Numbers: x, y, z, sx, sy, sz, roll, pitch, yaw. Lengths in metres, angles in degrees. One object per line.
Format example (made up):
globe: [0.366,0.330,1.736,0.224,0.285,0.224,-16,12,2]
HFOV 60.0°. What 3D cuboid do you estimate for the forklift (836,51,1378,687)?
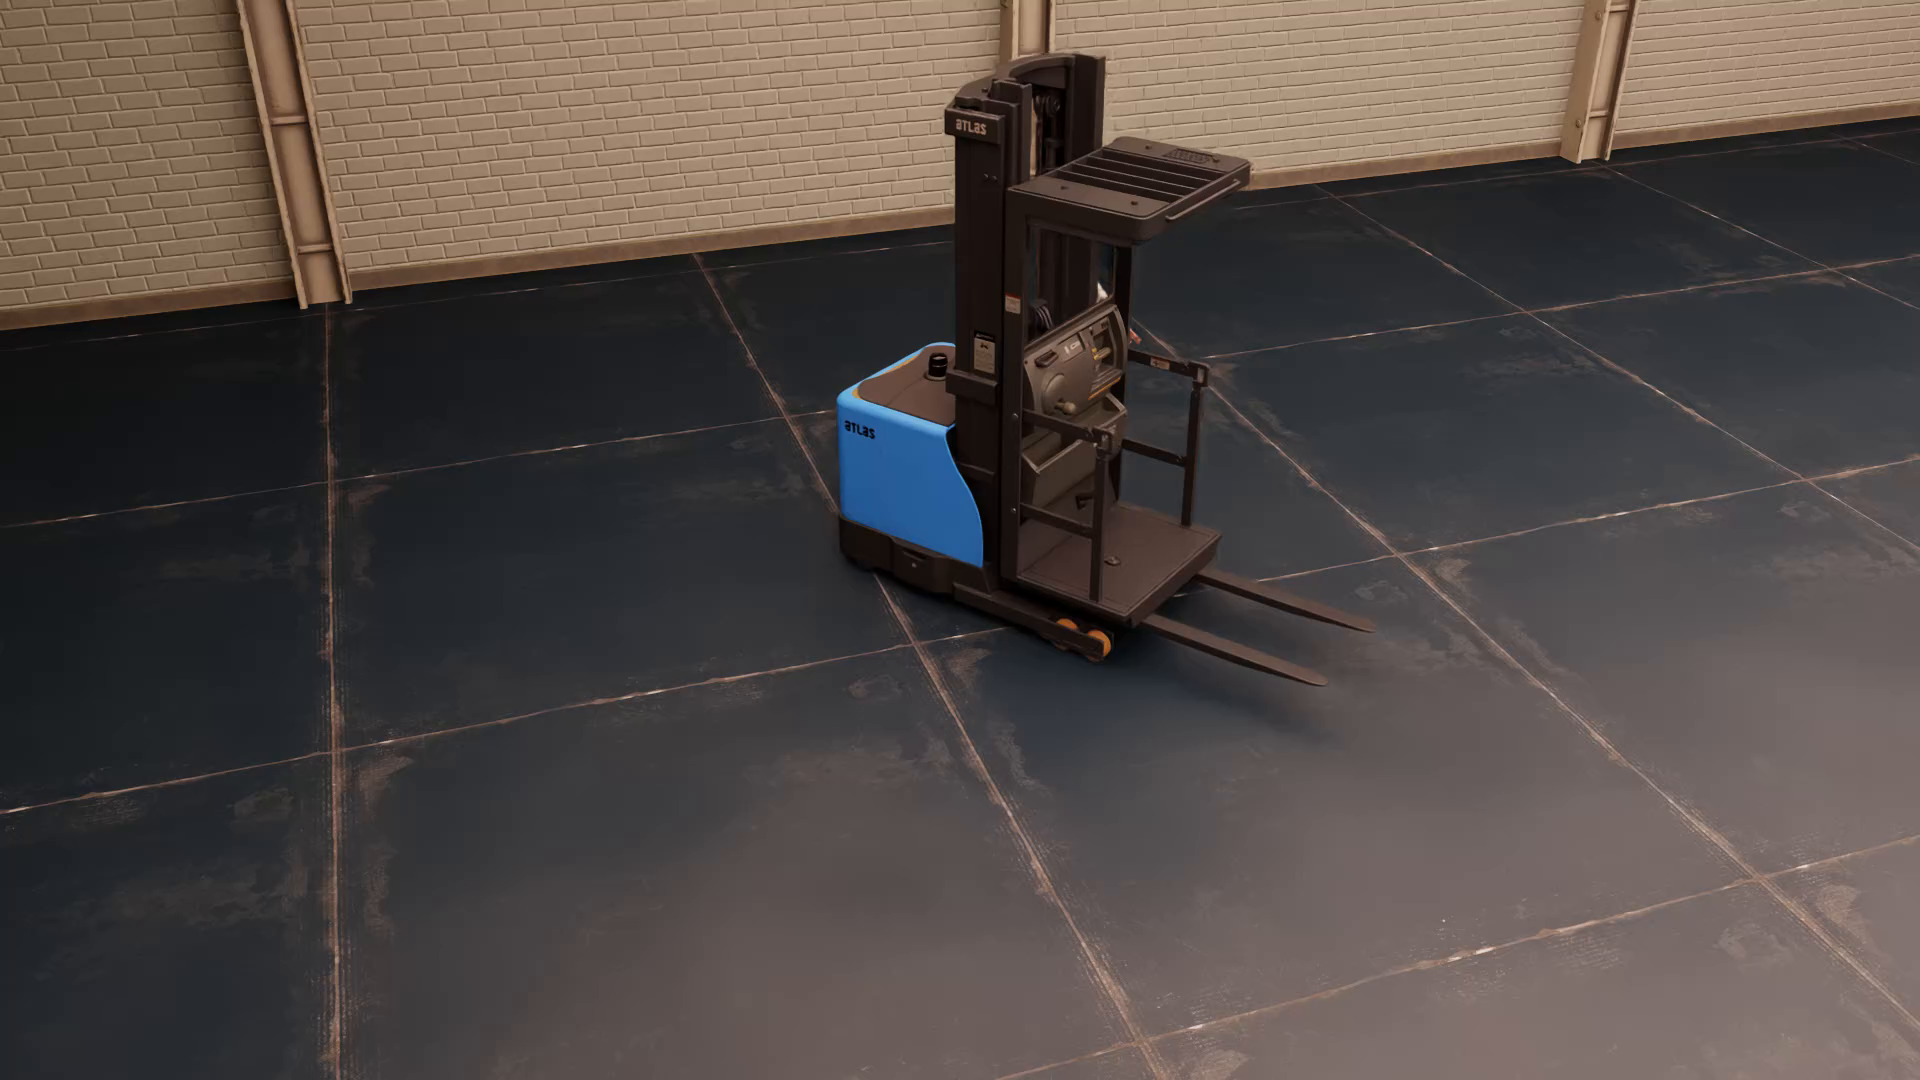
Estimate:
forklift: [0.785,-0.922,8.689,3.031,2.935,1.130,20,35,30]

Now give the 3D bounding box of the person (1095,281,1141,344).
person: [0.703,-1.236,10.799,0.875,1.496,0.492,-21,36,-32]
